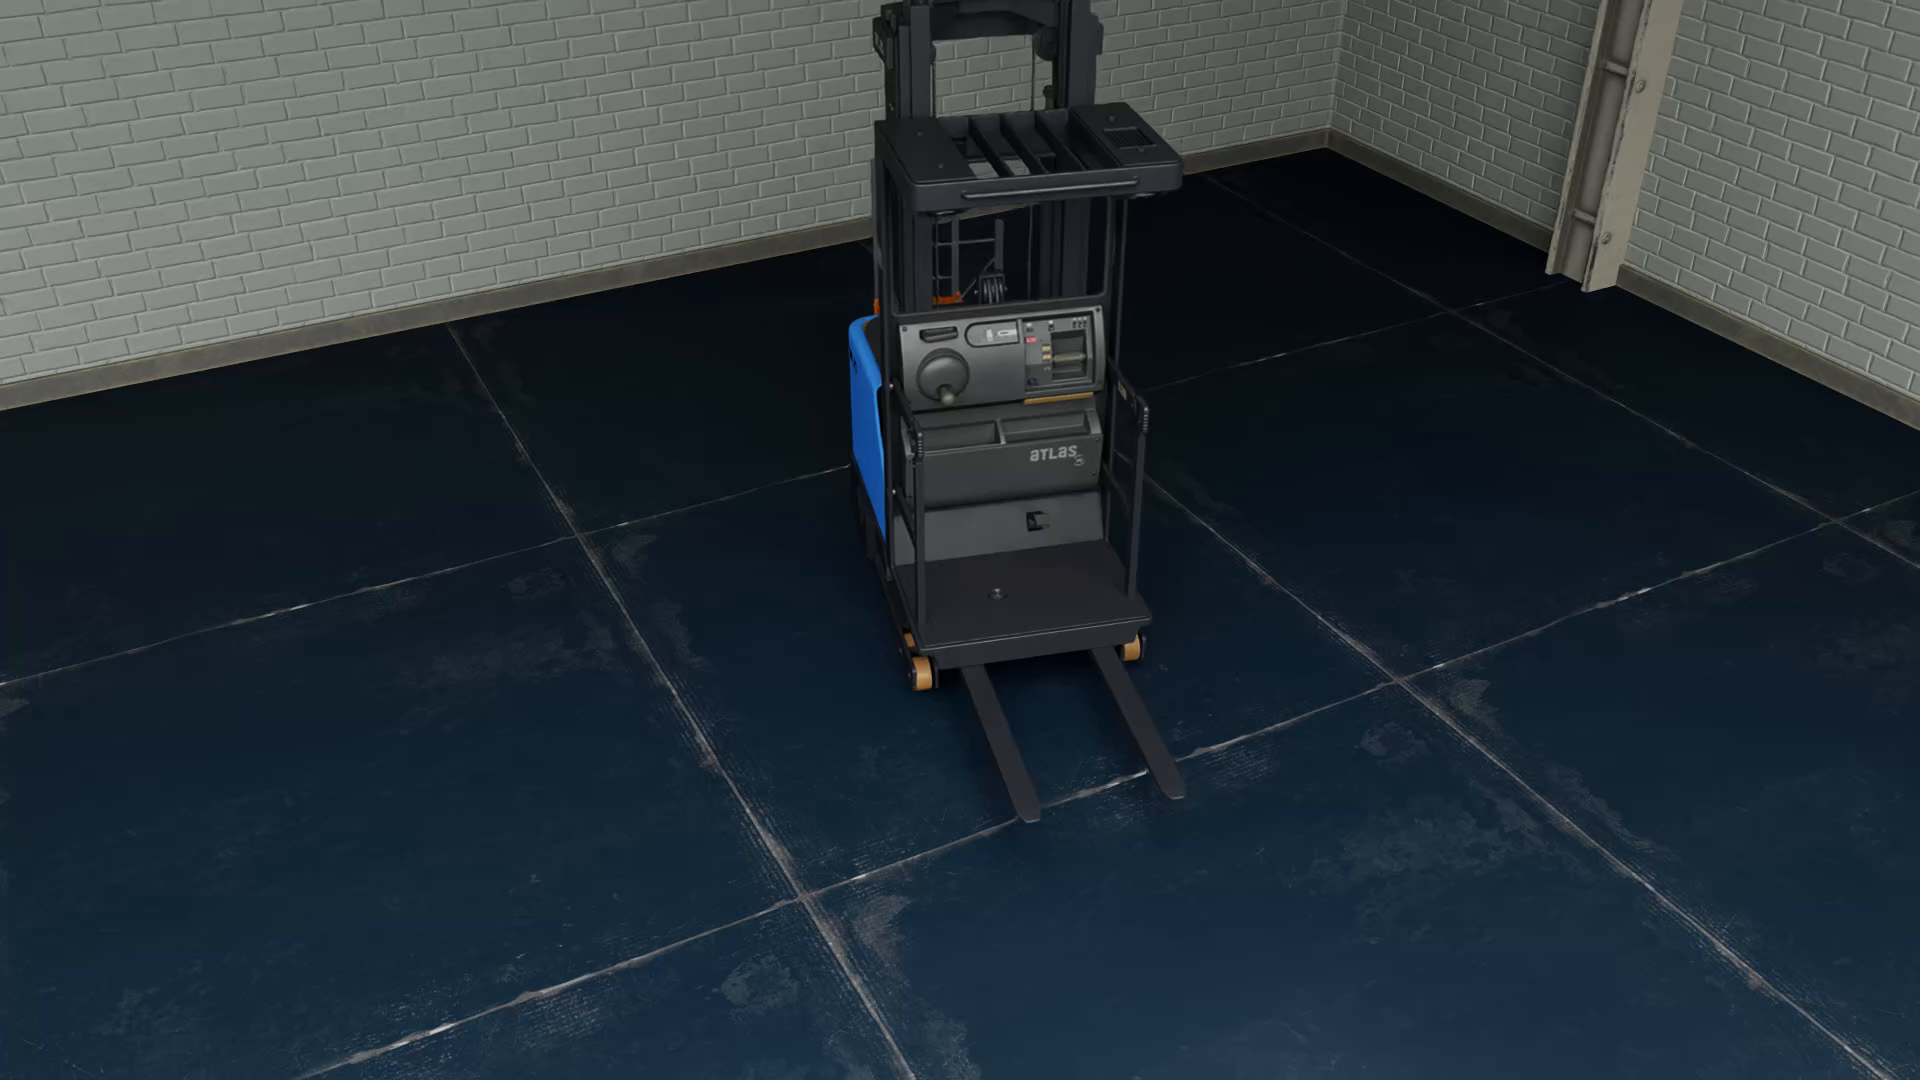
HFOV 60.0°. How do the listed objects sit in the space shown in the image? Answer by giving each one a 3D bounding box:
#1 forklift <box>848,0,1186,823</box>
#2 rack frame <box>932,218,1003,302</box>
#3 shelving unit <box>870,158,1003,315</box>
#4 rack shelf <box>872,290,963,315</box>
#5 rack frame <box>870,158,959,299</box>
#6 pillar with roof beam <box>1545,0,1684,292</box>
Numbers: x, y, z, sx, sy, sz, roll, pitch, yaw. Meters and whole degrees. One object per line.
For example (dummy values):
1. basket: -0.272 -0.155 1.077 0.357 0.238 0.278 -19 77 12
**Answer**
1. forklift: 0.243 -0.763 7.224 1.130 2.935 3.031 -7 33 -11
2. rack frame: -0.025 -0.990 8.905 0.500 1.500 0.032 -7 33 -11
3. shelving unit: -0.138 -1.252 9.314 0.587 1.500 1.083 -7 33 -11
4. rack shelf: -0.140 -1.106 9.419 0.538 0.185 1.000 -7 33 -11
5. rack frame: -0.255 -1.524 9.739 0.500 1.500 0.032 -7 33 -11
6. pillar with roof beam: 0.526 -4.535 7.486 9.100 9.000 0.400 -16 36 -23
